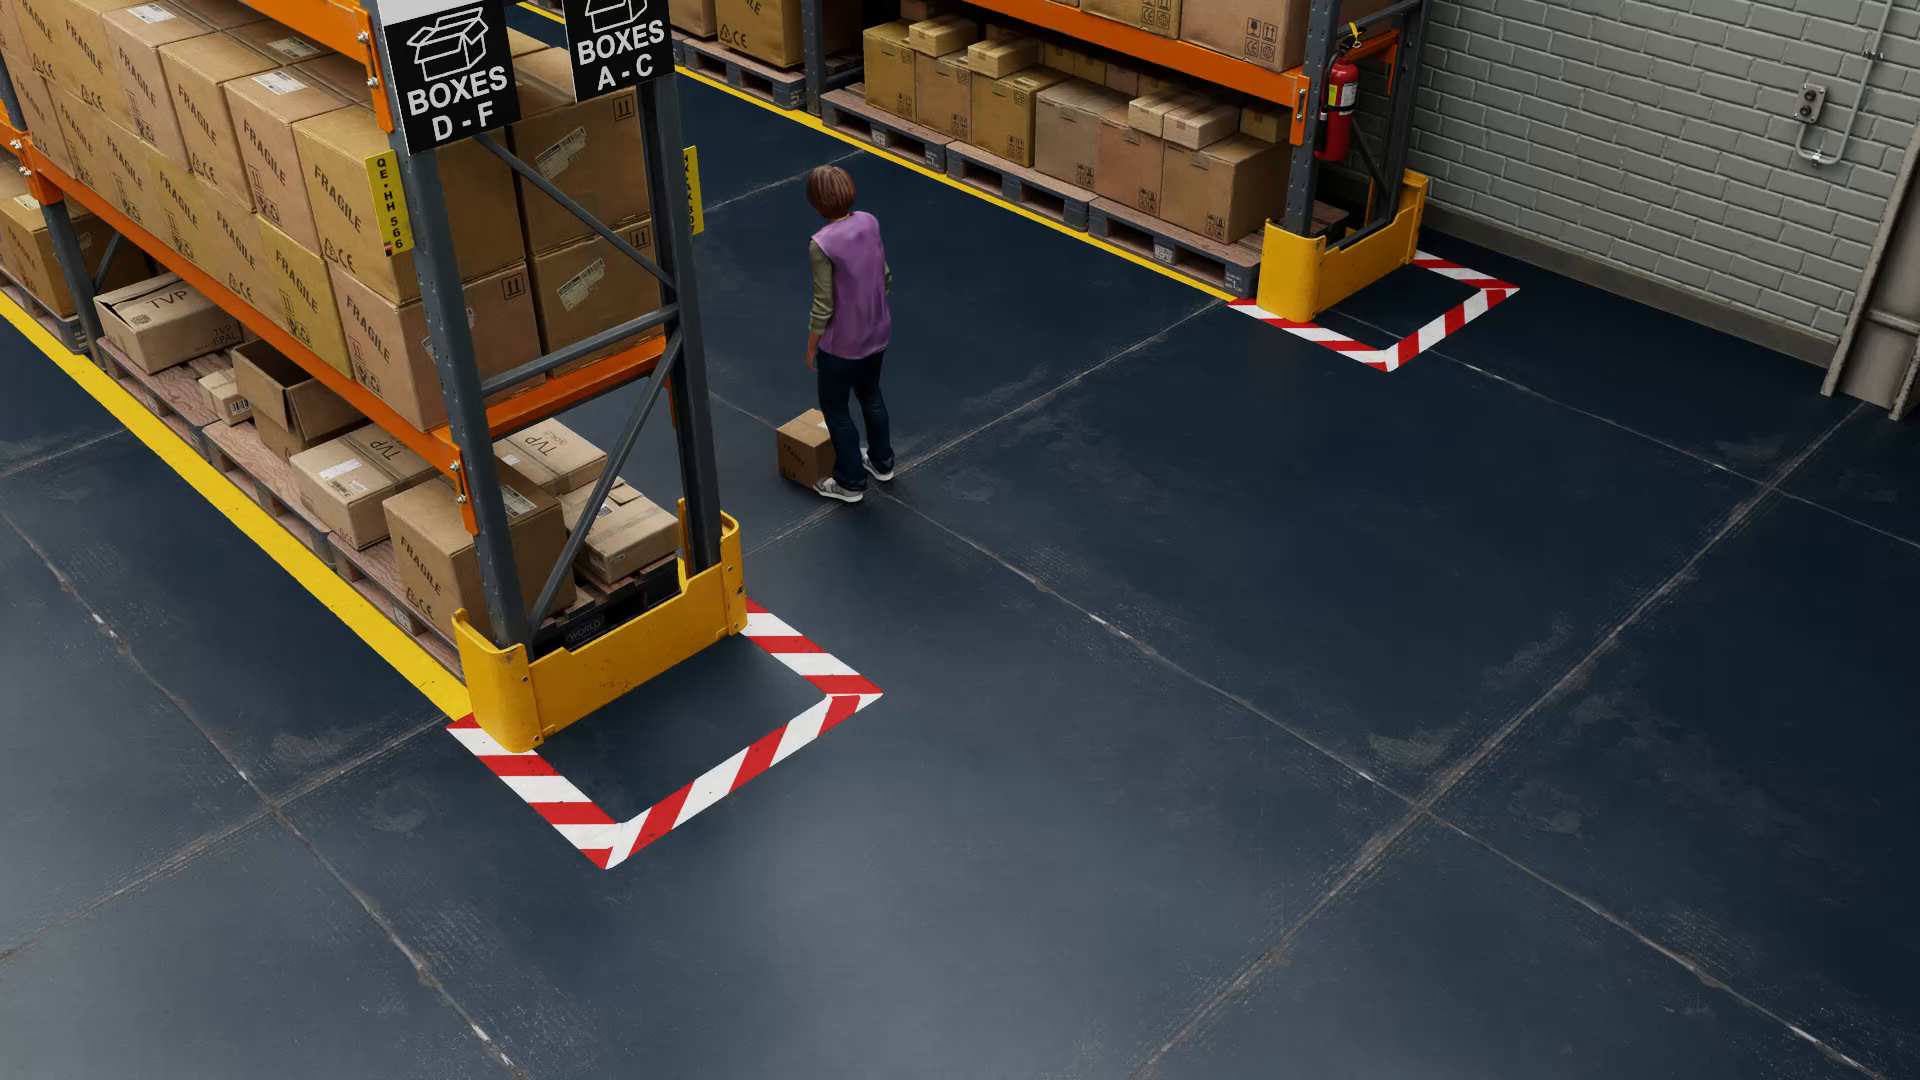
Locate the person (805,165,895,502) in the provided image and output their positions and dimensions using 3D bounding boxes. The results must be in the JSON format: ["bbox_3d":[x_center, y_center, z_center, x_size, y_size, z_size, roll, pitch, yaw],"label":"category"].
[{"bbox_3d":[-0.491,-0.896,7.391,0.343,1.593,0.463,27,44,32],"label":"person"}]
